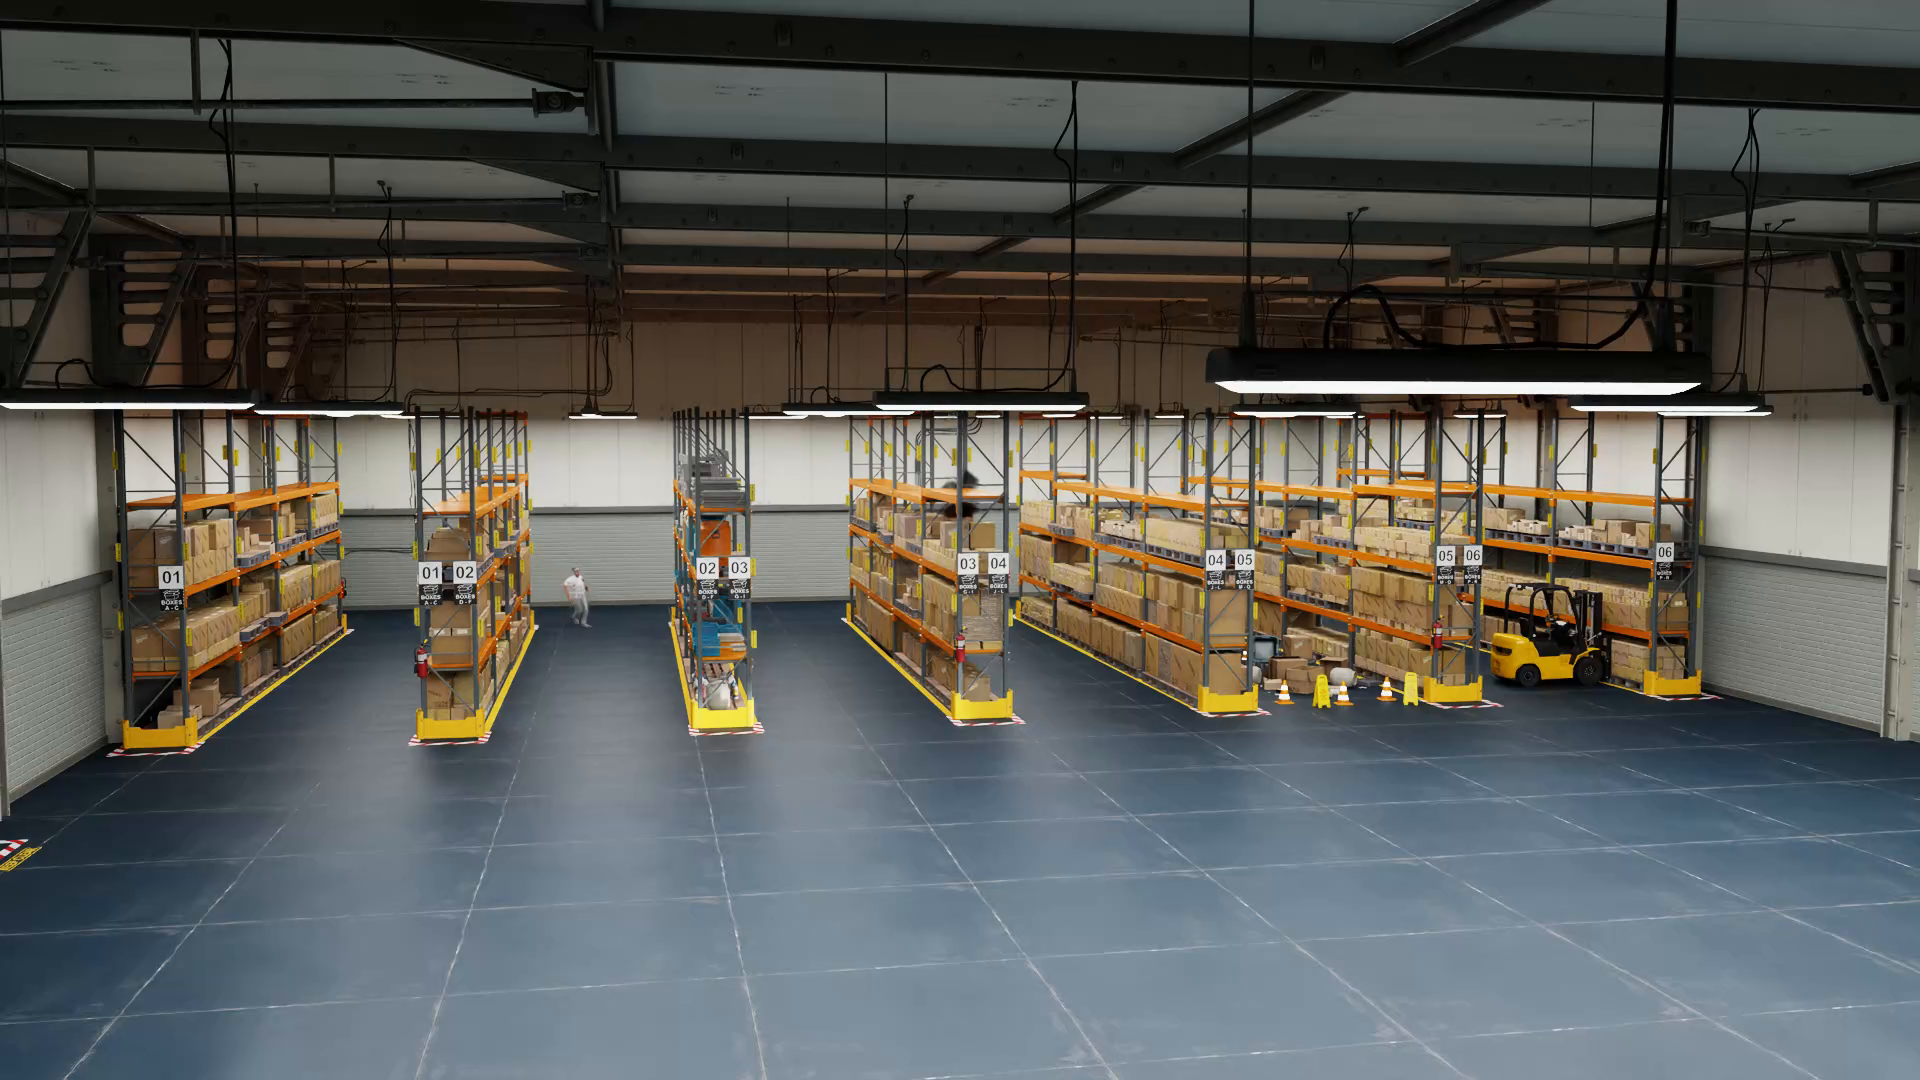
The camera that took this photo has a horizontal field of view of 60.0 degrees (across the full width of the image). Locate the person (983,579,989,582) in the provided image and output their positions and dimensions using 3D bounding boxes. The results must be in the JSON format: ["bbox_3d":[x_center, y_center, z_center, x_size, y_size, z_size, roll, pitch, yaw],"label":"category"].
[{"bbox_3d":[0.827,1.417,48.739,0.722,1.684,0.911,3,5,32],"label":"person"}]

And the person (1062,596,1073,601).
[{"bbox_3d":[3.185,1.354,49.671,0.942,1.708,0.672,4,5,42],"label":"person"}]

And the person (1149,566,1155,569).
[{"bbox_3d":[5.277,1.600,45.665,0.735,1.758,0.922,-2,4,-24],"label":"person"}]

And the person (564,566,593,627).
[{"bbox_3d":[-10.648,1.576,46.256,0.626,1.724,0.771,4,5,41],"label":"person"}]
